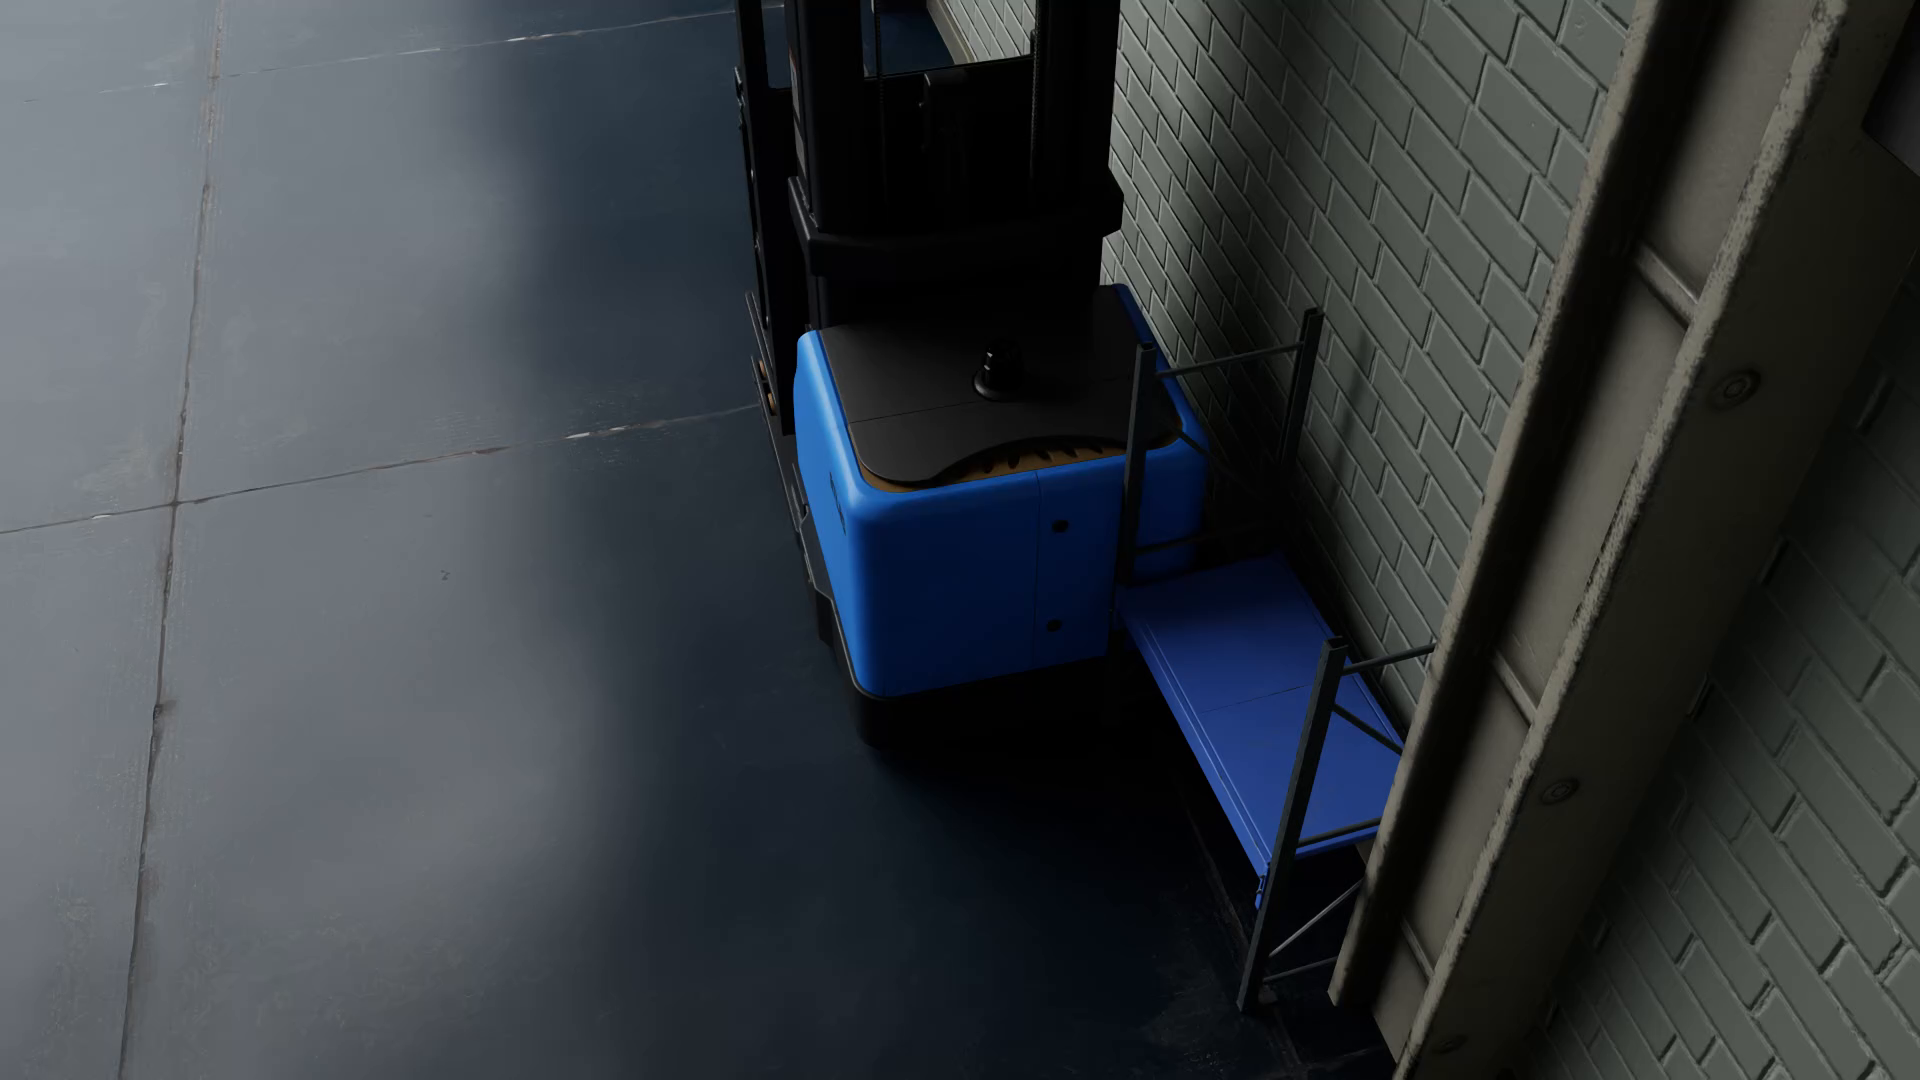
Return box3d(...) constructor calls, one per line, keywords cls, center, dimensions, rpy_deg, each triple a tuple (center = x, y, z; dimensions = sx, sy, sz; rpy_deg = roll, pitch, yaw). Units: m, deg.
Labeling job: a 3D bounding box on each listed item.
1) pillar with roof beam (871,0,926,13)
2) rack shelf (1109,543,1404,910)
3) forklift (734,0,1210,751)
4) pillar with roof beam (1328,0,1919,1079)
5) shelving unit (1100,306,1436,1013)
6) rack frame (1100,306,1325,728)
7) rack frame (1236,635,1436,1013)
box3d(cls="pillar with roof beam", center=(-4.495, -5.169, 4.515), dimensions=(9.100, 9.000, 0.400), rpy_deg=(-11, 47, -10))
box3d(cls="rack shelf", center=(0.836, 0.467, 4.488), dimensions=(0.538, 0.185, 1.000), rpy_deg=(-13, 47, -13))
box3d(cls="forklift", center=(-0.154, -1.462, 5.131), dimensions=(1.130, 2.935, 3.031), rpy_deg=(-10, 46, -10))
box3d(cls="pillar with roof beam", center=(-2.959, -1.026, 0.455), dimensions=(9.100, 9.000, 0.400), rpy_deg=(-11, 47, -10))
box3d(cls="shelving unit", center=(0.837, 0.341, 4.359), dimensions=(0.538, 1.500, 1.048), rpy_deg=(-13, 47, -13))
box3d(cls="rack frame", center=(0.680, -0.004, 4.697), dimensions=(0.500, 1.500, 0.032), rpy_deg=(-13, 47, -13))
box3d(cls="rack frame", center=(0.993, 0.687, 4.021), dimensions=(0.500, 1.500, 0.032), rpy_deg=(-13, 47, -13))
